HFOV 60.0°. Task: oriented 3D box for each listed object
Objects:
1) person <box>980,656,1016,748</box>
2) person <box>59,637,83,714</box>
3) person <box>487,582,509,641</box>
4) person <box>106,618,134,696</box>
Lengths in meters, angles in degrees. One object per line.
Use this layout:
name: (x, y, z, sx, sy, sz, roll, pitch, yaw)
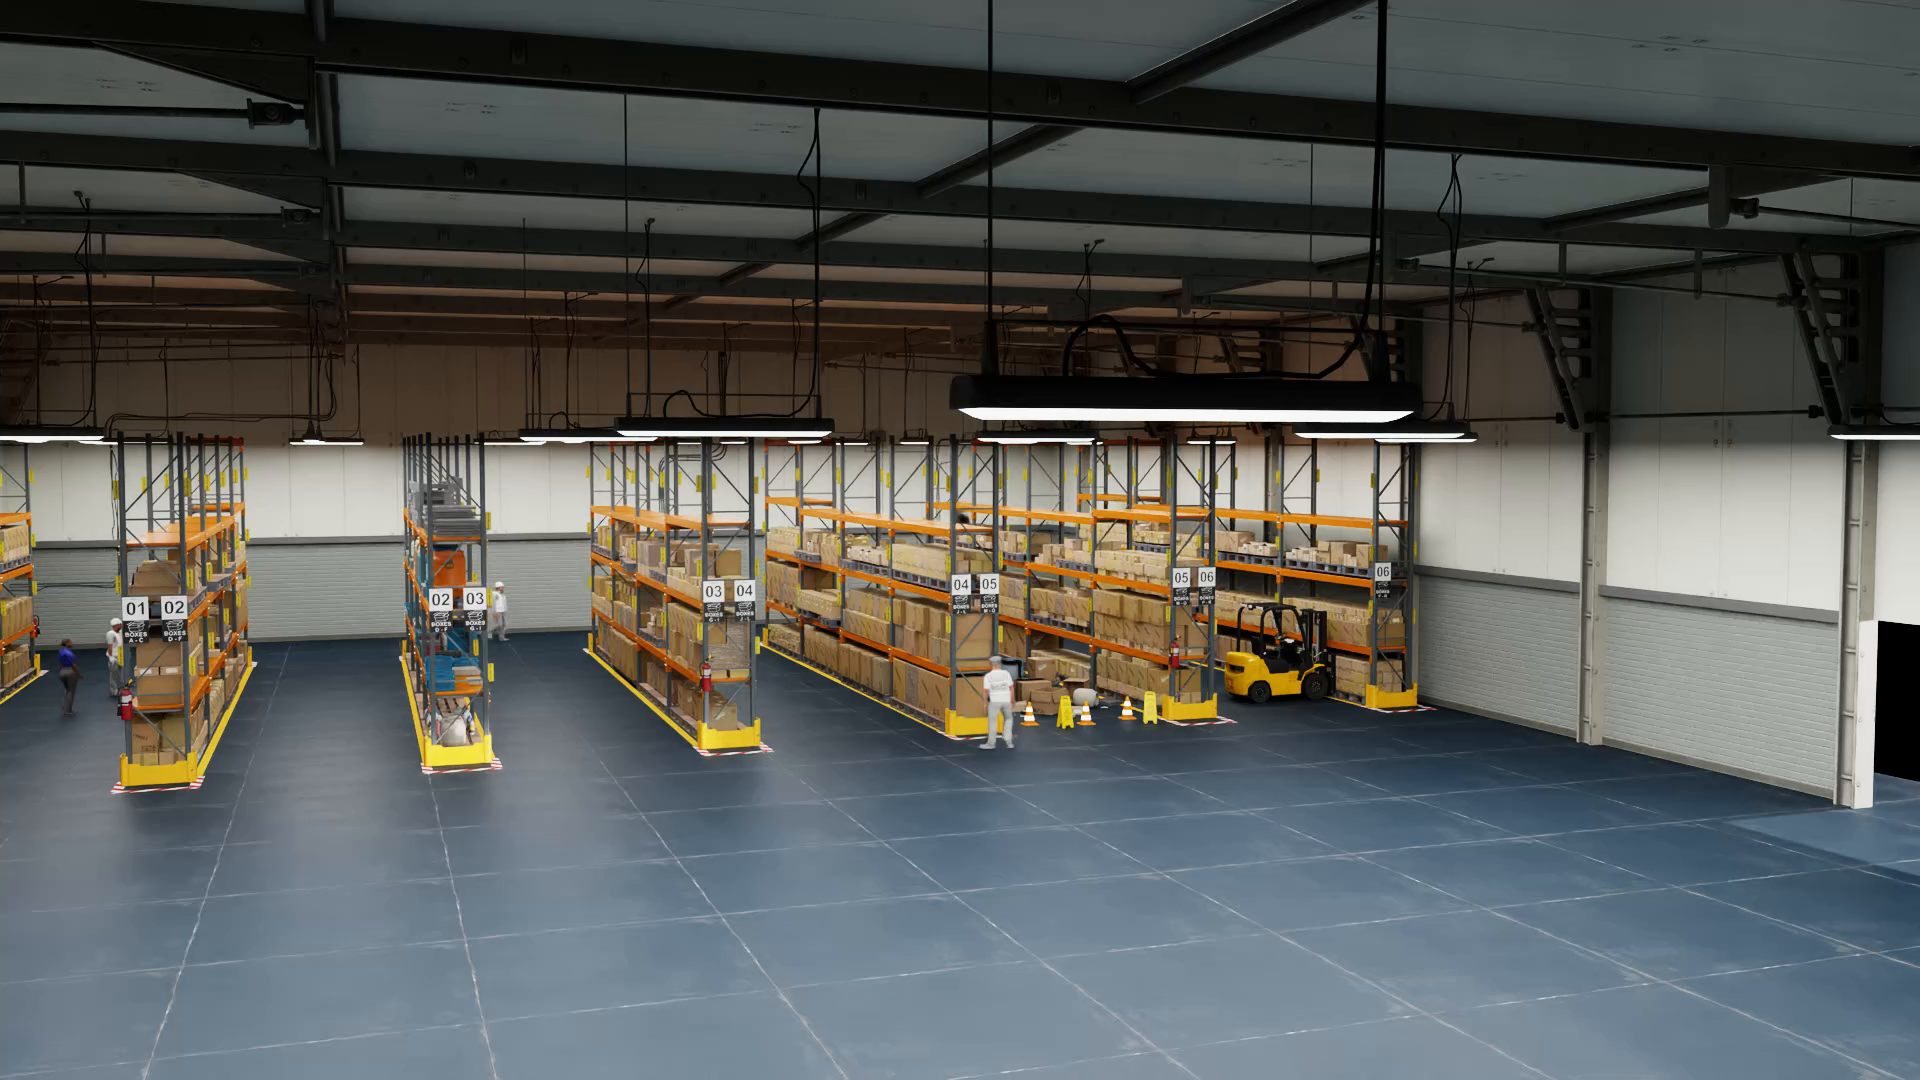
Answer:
person: (0.743, 3.097, 31.581, 0.659, 1.781, 0.429, -1, 3, -12)
person: (-19.084, 2.914, 35.679, 0.524, 1.678, 0.434, 0, 3, 9)
person: (-13.630, 2.111, 49.119, 0.597, 1.760, 0.561, 1, 3, 17)
person: (-19.505, 2.700, 38.534, 0.457, 1.787, 0.624, 1, 3, 18)
